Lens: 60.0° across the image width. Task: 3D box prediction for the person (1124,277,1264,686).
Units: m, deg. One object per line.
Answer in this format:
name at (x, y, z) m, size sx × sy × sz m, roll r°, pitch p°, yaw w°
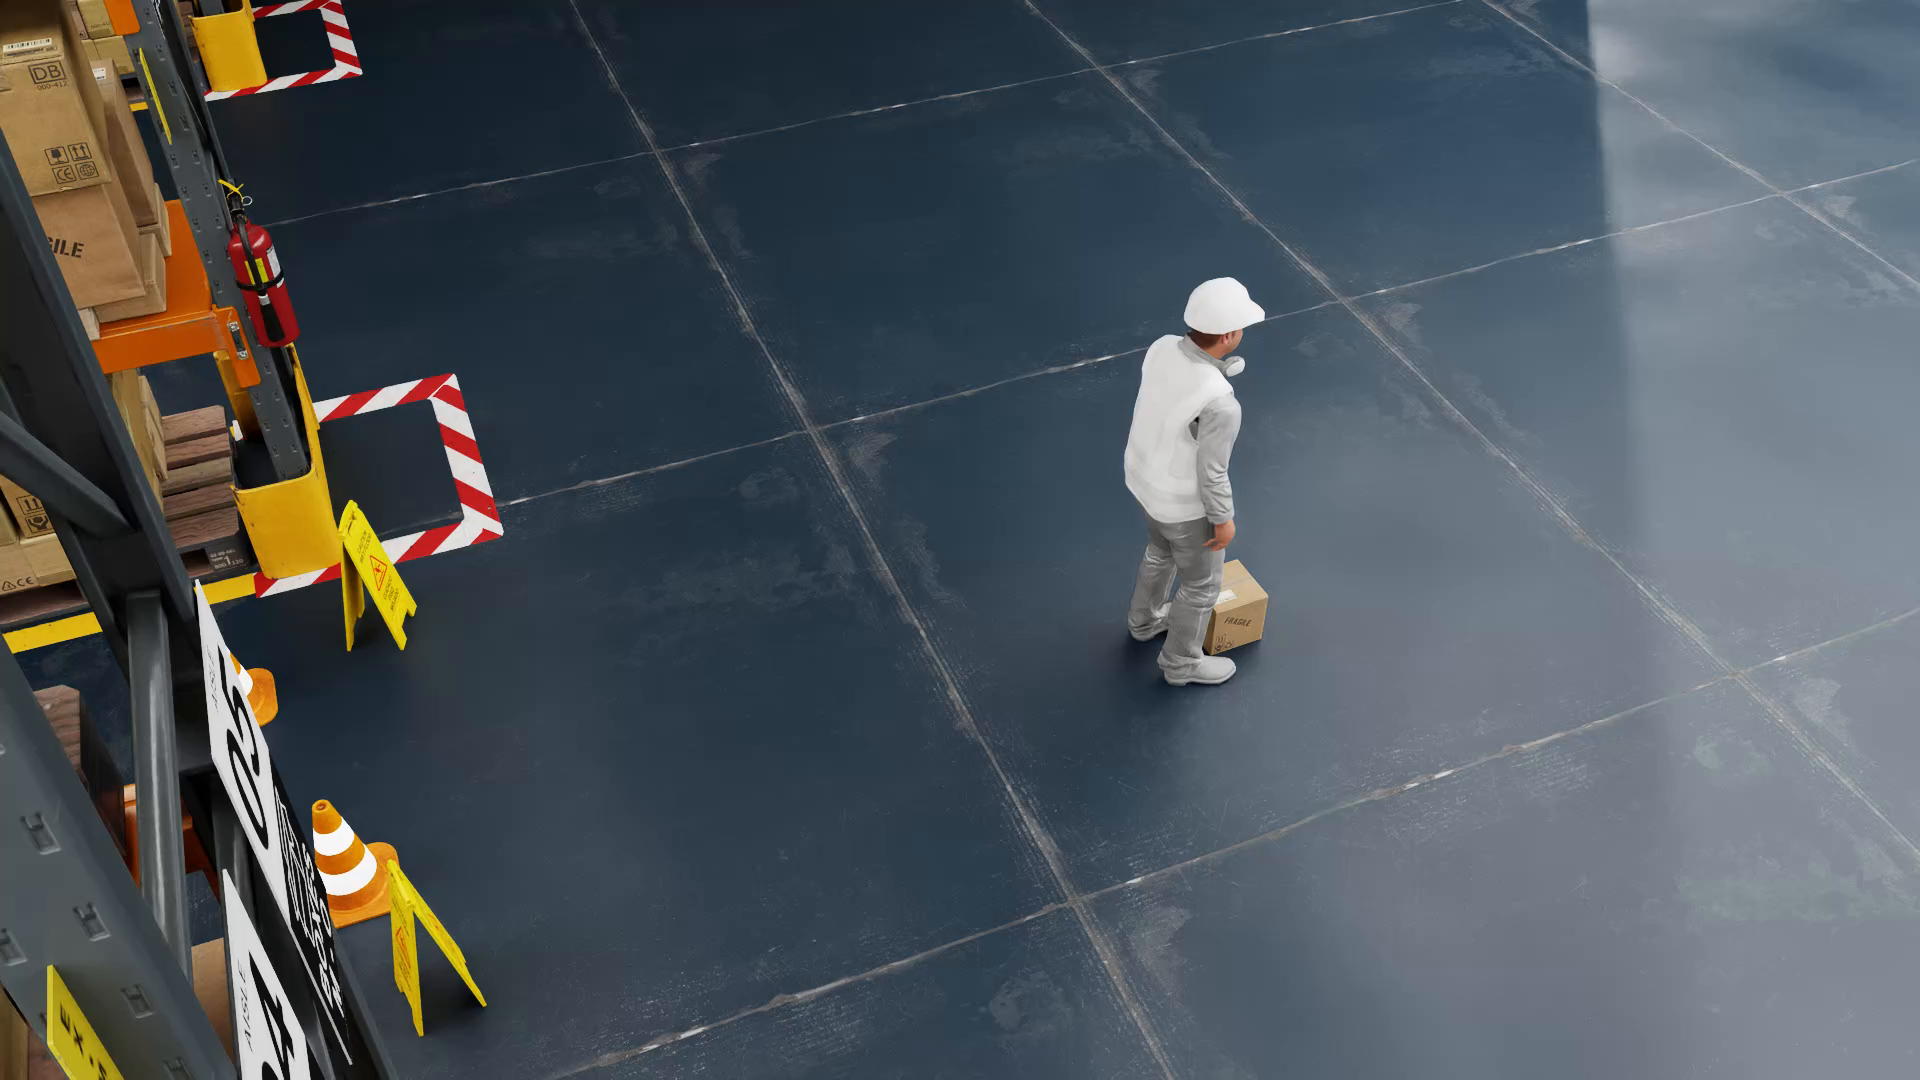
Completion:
person at (0.871, -0.213, 6.381) m, size 0.464 × 1.771 × 0.580 m, roll -15°, pitch 44°, yaw -16°
